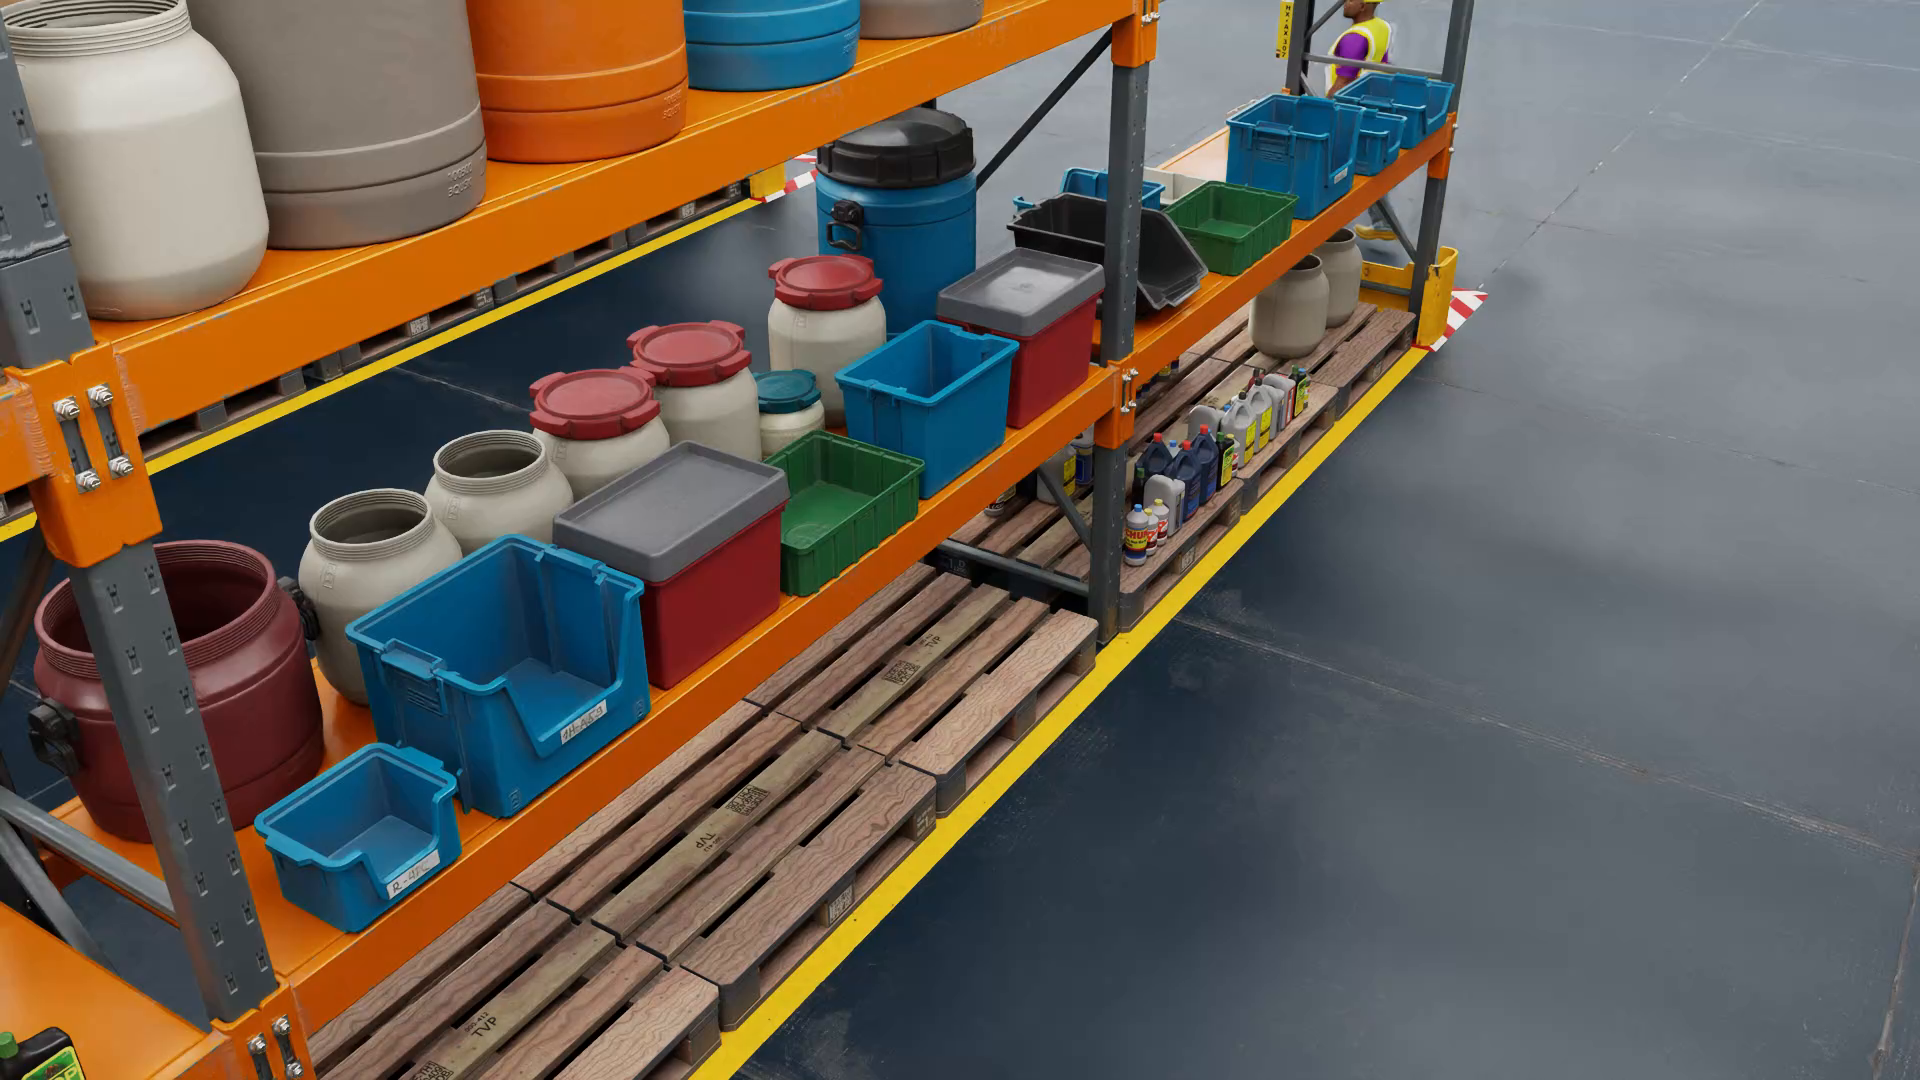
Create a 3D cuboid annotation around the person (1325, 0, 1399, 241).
[{"bbox_3d":[2.503,-2.852,10.982,1.014,1.718,0.615,14,33,23],"label":"person"}]
